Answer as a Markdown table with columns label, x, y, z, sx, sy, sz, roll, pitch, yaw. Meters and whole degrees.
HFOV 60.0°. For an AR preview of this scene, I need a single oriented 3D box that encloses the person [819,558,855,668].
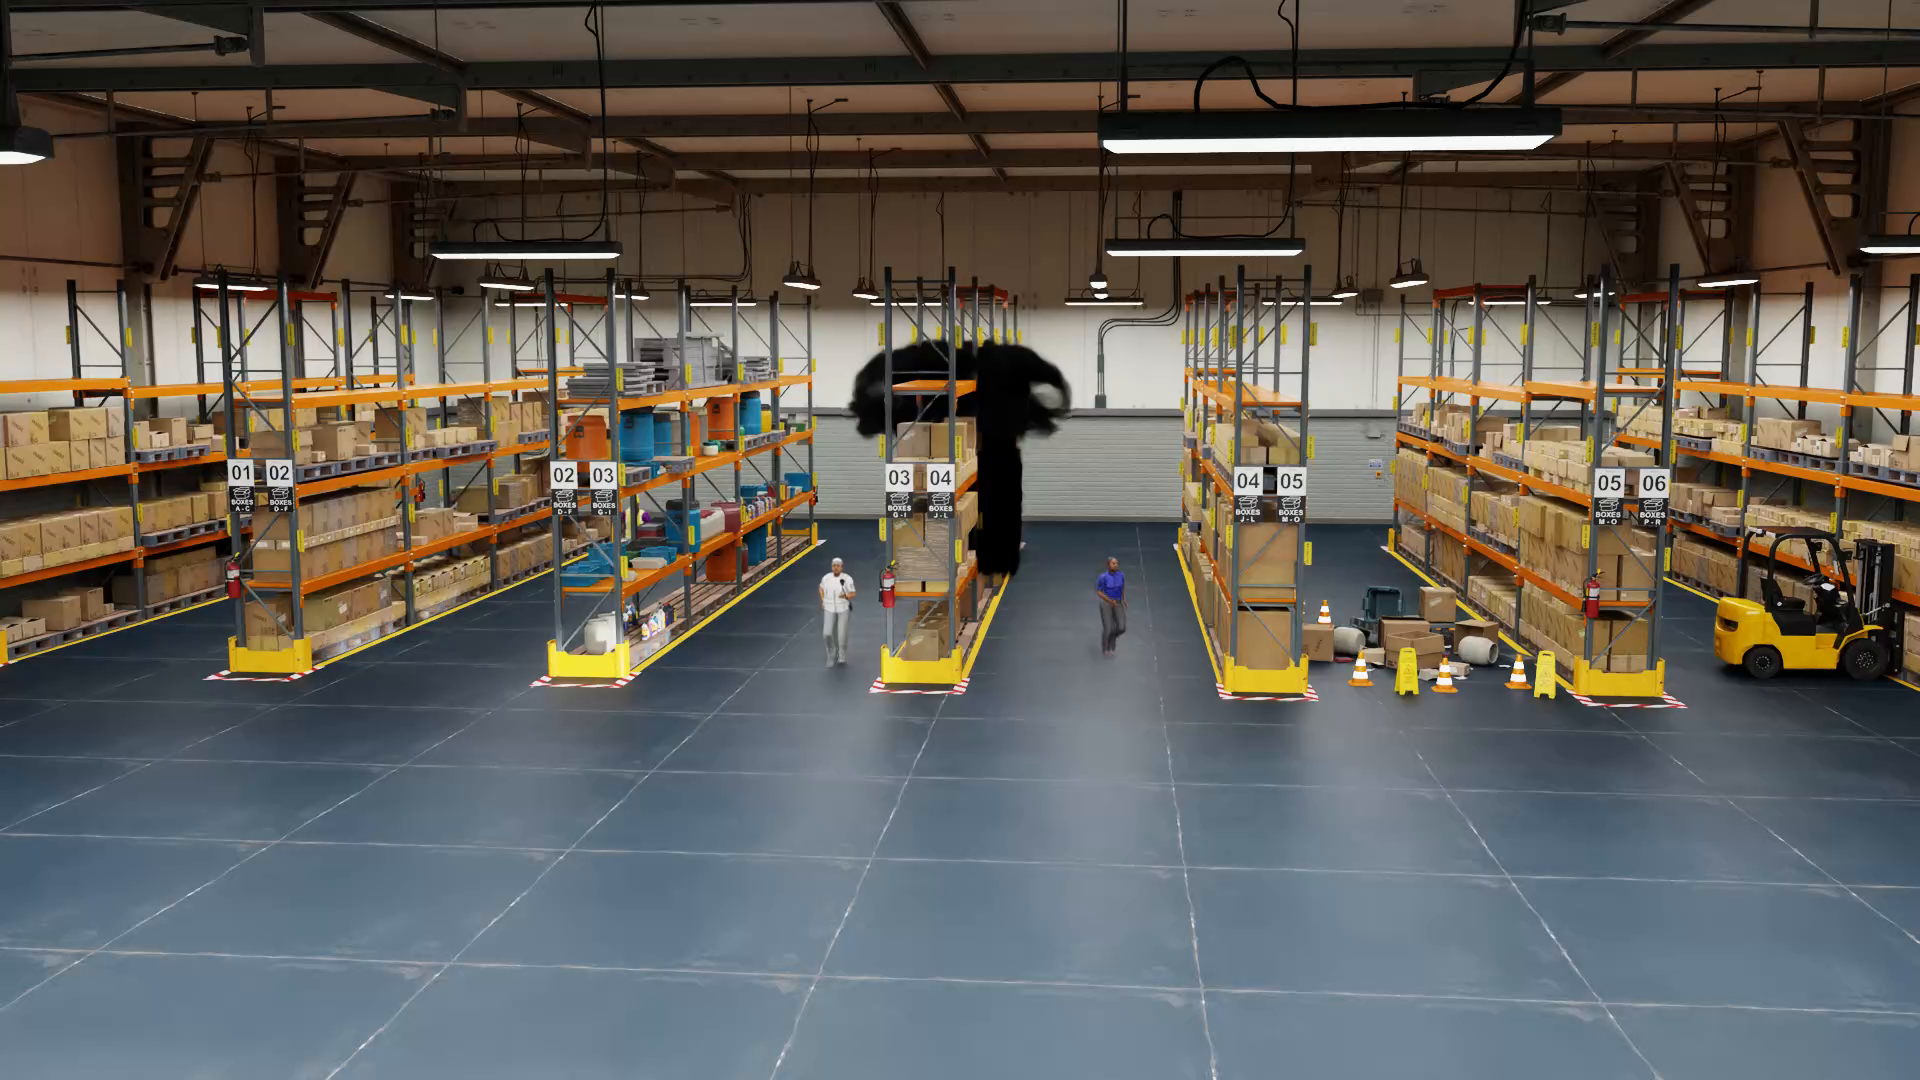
| label | x | y | z | sx | sy | sz | roll | pitch | yaw |
| --- | --- | --- | --- | --- | --- | --- | --- | --- | --- |
| person | -1.884 | 1.086 | 25.343 | 0.584 | 1.628 | 0.645 | 0 | 7 | 3 |

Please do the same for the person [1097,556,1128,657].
| label | x | y | z | sx | sy | sz | roll | pitch | yaw |
| --- | --- | --- | --- | --- | --- | --- | --- | --- | --- |
| person | 2.409 | 1.059 | 26.034 | 0.555 | 1.593 | 0.600 | -3 | 7 | -21 |

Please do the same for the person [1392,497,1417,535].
| label | x | y | z | sx | sy | sz | roll | pitch | yaw |
| --- | --- | --- | --- | --- | --- | --- | --- | --- | --- |
| person | 11.164 | -0.876 | 41.527 | 0.679 | 1.683 | 0.658 | -2 | 7 | -15 |

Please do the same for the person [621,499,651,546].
| label | x | y | z | sx | sy | sz | roll | pitch | yaw |
| --- | --- | --- | --- | --- | --- | --- | --- | --- | --- |
| person | -6.690 | -0.027 | 34.370 | 0.679 | 1.752 | 0.911 | 0 | 7 | 1 |

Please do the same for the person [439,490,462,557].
| label | x | y | z | sx | sy | sz | roll | pitch | yaw |
| --- | --- | --- | --- | --- | --- | --- | --- | --- | --- |
| person | -10.955 | -0.223 | 35.970 | 0.664 | 1.787 | 0.962 | 0 | 7 | 2 |
